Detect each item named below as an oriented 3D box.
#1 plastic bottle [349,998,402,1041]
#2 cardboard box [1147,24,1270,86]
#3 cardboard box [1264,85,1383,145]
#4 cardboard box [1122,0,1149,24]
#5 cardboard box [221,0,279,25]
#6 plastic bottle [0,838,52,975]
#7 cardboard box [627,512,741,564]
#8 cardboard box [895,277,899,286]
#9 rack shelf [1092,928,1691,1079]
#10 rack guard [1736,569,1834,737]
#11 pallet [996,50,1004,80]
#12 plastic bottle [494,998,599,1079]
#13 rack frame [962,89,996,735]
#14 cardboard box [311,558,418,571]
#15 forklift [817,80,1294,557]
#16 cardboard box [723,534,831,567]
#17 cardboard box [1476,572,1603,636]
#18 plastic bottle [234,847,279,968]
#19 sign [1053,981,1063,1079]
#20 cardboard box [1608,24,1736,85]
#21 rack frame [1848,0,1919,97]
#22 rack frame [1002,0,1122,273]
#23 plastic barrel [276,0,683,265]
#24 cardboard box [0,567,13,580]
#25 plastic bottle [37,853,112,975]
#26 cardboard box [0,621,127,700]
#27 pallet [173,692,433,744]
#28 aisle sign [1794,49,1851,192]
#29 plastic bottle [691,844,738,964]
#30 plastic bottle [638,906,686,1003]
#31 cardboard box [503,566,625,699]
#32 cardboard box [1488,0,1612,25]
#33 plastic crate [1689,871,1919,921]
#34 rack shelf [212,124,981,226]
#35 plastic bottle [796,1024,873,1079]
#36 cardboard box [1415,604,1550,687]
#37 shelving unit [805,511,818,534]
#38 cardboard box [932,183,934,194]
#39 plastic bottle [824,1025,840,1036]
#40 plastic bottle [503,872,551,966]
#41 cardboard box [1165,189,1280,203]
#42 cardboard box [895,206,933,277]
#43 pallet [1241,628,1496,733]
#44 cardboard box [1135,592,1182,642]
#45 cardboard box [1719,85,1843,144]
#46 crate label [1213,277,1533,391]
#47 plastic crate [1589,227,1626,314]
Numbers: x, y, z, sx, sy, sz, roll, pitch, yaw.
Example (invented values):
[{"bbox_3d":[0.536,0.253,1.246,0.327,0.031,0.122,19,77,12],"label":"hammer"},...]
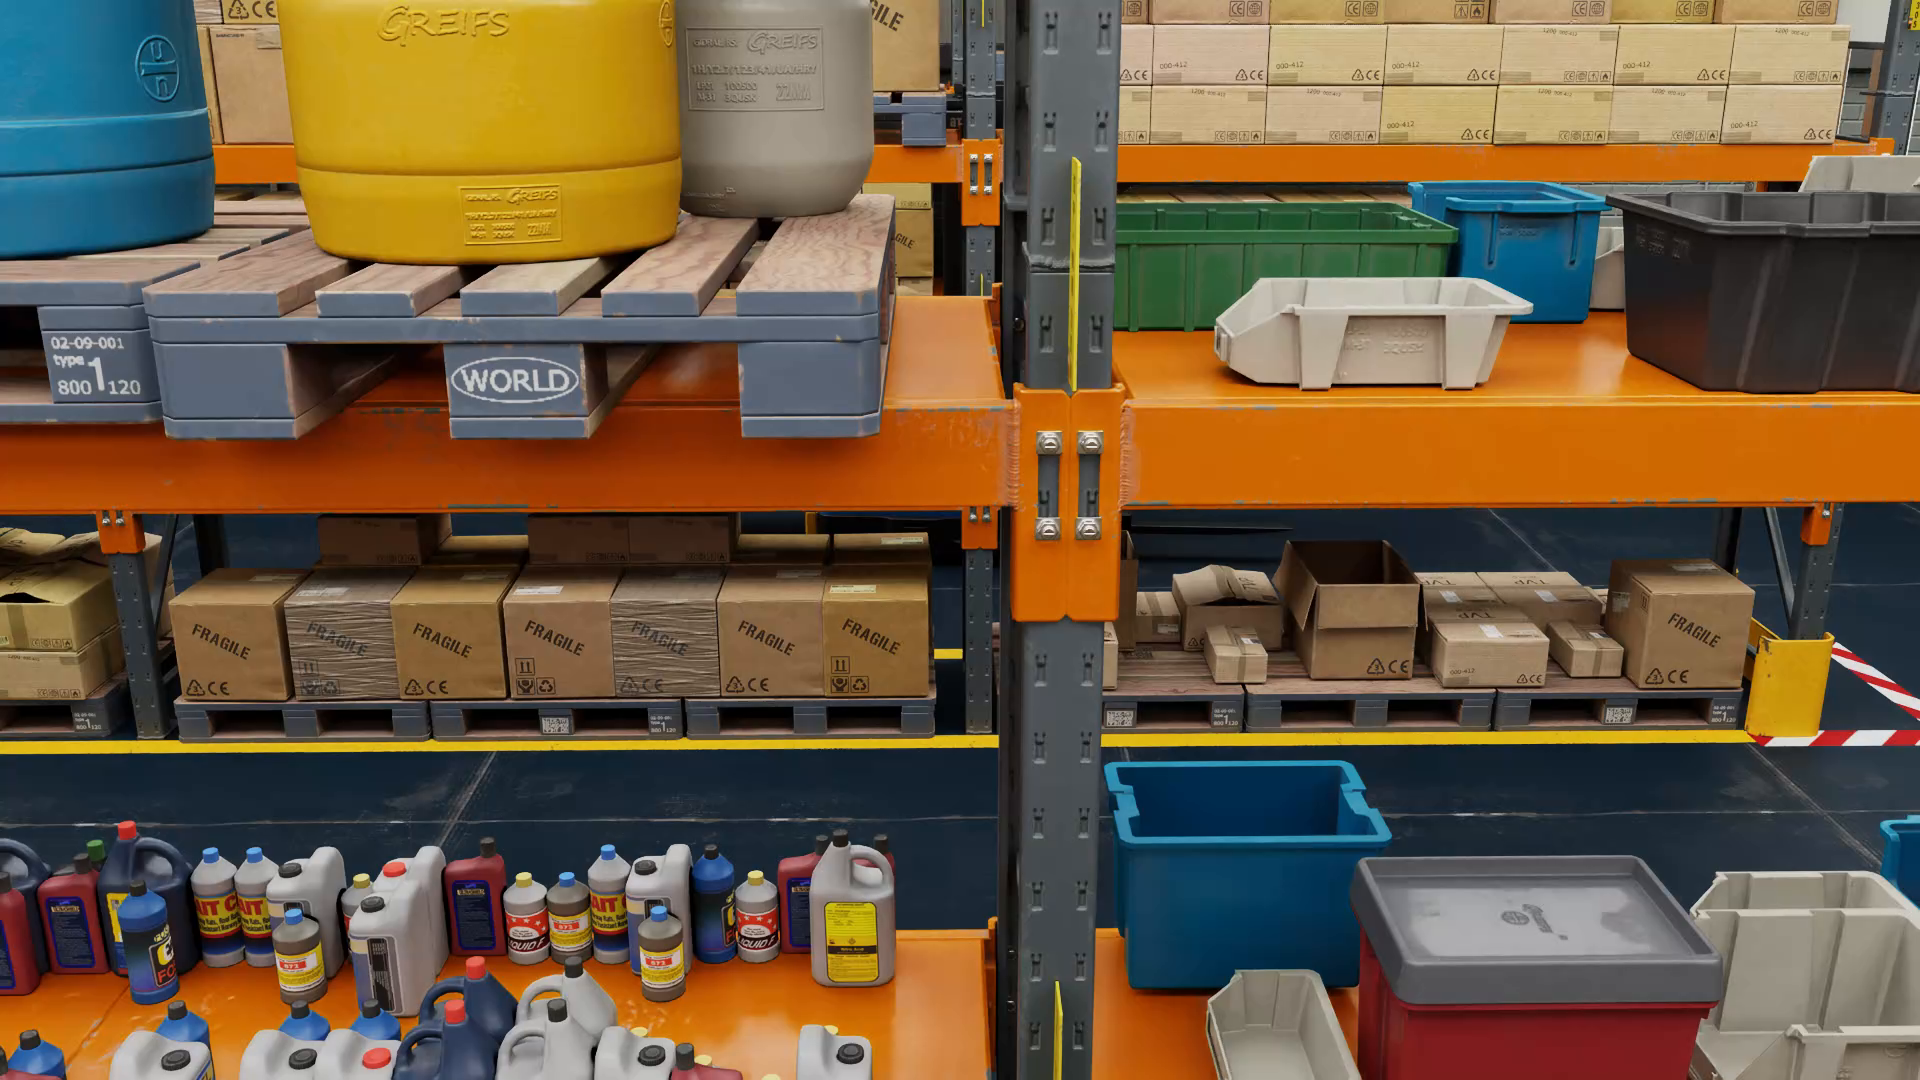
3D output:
[{"bbox_3d":[-1.121,1.009,3.202,0.097,0.271,0.097,0,18,0],"label":"plastic bottle"},{"bbox_3d":[1.074,-2.156,7.375,0.500,0.250,0.500,0,18,-1],"label":"cardboard box"},{"bbox_3d":[1.574,-1.919,7.453,0.500,0.250,0.500,0,18,-1],"label":"cardboard box"},{"bbox_3d":[0.569,-2.598,7.524,0.500,0.500,0.700,0,18,-1],"label":"cardboard box"},{"bbox_3d":[-2.969,-2.567,7.428,0.500,0.500,0.500,0,18,-1],"label":"cardboard box"},{"bbox_3d":[-2.141,0.798,3.730,0.185,0.351,0.144,0,18,-1],"label":"plastic bottle"},{"bbox_3d":[-1.404,-0.075,8.516,0.500,0.250,0.500,0,18,-1],"label":"cardboard box"},{"bbox_3d":[-0.584,-1.938,12.557,0.250,0.149,0.380,0,18,0],"label":"cardboard box"},{"bbox_3d":[2.158,1.214,3.530,4.000,0.370,1.077,0,18,-1],"label":"rack shelf"},{"bbox_3d":[4.007,0.539,8.547,0.348,0.500,1.175,0,18,-1],"label":"rack guard"},{"bbox_3d":[0.820,-3.532,12.381,1.213,0.211,1.003,0,18,-1],"label":"pallet"},{"bbox_3d":[-0.756,1.009,3.073,0.185,0.351,0.144,0,18,-1],"label":"plastic bottle"},{"bbox_3d":[0.084,-0.632,8.107,0.127,3.000,1.000,0,18,-1],"label":"rack frame"},{"bbox_3d":[-2.984,0.292,8.599,0.500,0.500,0.500,0,18,1],"label":"cardboard box"},{"bbox_3d":[0.628,-1.384,10.563,3.031,2.935,1.130,1,18,3],"label":"forklift"},{"bbox_3d":[-0.937,0.283,8.627,0.500,0.500,0.500,0,18,0],"label":"cardboard box"},{"bbox_3d":[3.035,0.367,8.774,0.500,0.250,0.500,0,18,-1],"label":"cardboard box"},{"bbox_3d":[-1.585,0.826,3.773,0.097,0.271,0.097,0,18,0],"label":"plastic bottle"},{"bbox_3d":[0.165,0.917,2.824,0.005,0.325,0.100,0,18,-1],"label":"sign"},{"bbox_3d":[3.074,-2.163,7.397,0.500,0.250,0.500,0,18,-1],"label":"cardboard box"},{"bbox_3d":[4.083,-3.508,7.250,0.127,3.000,1.000,0,18,-1],"label":"rack frame"},{"bbox_3d":[0.158,-1.976,2.474,0.127,3.000,1.000,0,18,-1],"label":"rack frame"},{"bbox_3d":[-0.751,-0.770,2.632,0.600,0.588,0.600,0,18,0],"label":"plastic barrel"},{"bbox_3d":[-4.955,0.312,8.060,0.500,0.311,0.500,-1,18,-2],"label":"cardboard box"},{"bbox_3d":[-1.981,0.835,3.724,0.133,0.283,0.061,0,18,-1],"label":"plastic bottle"},{"bbox_3d":[-4.438,0.574,8.162,0.500,0.250,0.500,0,18,0],"label":"cardboard box"},{"bbox_3d":[-3.169,0.723,8.448,1.213,0.211,1.003,0,18,-1],"label":"pallet"},{"bbox_3d":[4.147,-1.979,8.050,0.004,0.787,0.394,0,18,-1],"label":"aisle sign"},{"bbox_3d":[-0.561,0.821,3.788,0.097,0.271,0.097,0,18,0],"label":"plastic bottle"},{"bbox_3d":[-0.656,0.901,3.653,0.097,0.201,0.097,0,18,0],"label":"plastic bottle"},{"bbox_3d":[-1.909,0.444,8.125,0.500,0.500,0.500,-1,18,-3],"label":"cardboard box"},{"bbox_3d":[2.570,-2.584,7.481,0.500,0.500,0.700,0,18,-1],"label":"cardboard box"},{"bbox_3d":[1.895,0.878,3.734,0.466,0.136,0.293,0,18,-1],"label":"plastic crate"},{"bbox_3d":[-1.916,-1.708,7.728,4.000,0.370,1.077,0,18,-1],"label":"rack shelf"},{"bbox_3d":[-0.231,1.041,3.096,0.135,0.276,0.152,0,18,-1],"label":"plastic bottle"},{"bbox_3d":[2.593,0.522,8.291,0.500,0.250,0.500,0,18,-1],"label":"cardboard box"},{"bbox_3d":[-1.445,-0.751,10.933,1.083,1.500,0.587,1,18,3],"label":"shelving unit"},{"bbox_3d":[-0.462,-2.778,12.886,0.500,0.250,0.500,0,18,1],"label":"cardboard box"},{"bbox_3d":[-0.251,1.038,3.226,0.097,0.201,0.097,0,18,0],"label":"plastic bottle"},{"bbox_3d":[-0.987,0.856,3.792,0.097,0.201,0.097,0,18,0],"label":"plastic bottle"},{"bbox_3d":[2.002,-2.294,12.796,0.700,0.700,0.980,-1,18,-4],"label":"cardboard box"},{"bbox_3d":[-0.456,-2.264,12.512,0.500,0.500,0.500,-1,18,-2],"label":"cardboard box"},{"bbox_3d":[1.993,0.686,8.563,1.213,0.211,1.003,0,18,-1],"label":"pallet"},{"bbox_3d":[1.023,0.407,8.816,0.250,0.149,0.380,0,18,-1],"label":"cardboard box"},{"bbox_3d":[3.574,-1.925,7.473,0.500,0.250,0.500,0,18,-1],"label":"cardboard box"},{"bbox_3d":[0.652,-0.336,2.705,0.466,0.136,0.293,0,18,-1],"label":"crate label"},{"bbox_3d":[1.424,-0.544,3.354,0.466,0.136,0.293,0,18,-1],"label":"plastic crate"}]
